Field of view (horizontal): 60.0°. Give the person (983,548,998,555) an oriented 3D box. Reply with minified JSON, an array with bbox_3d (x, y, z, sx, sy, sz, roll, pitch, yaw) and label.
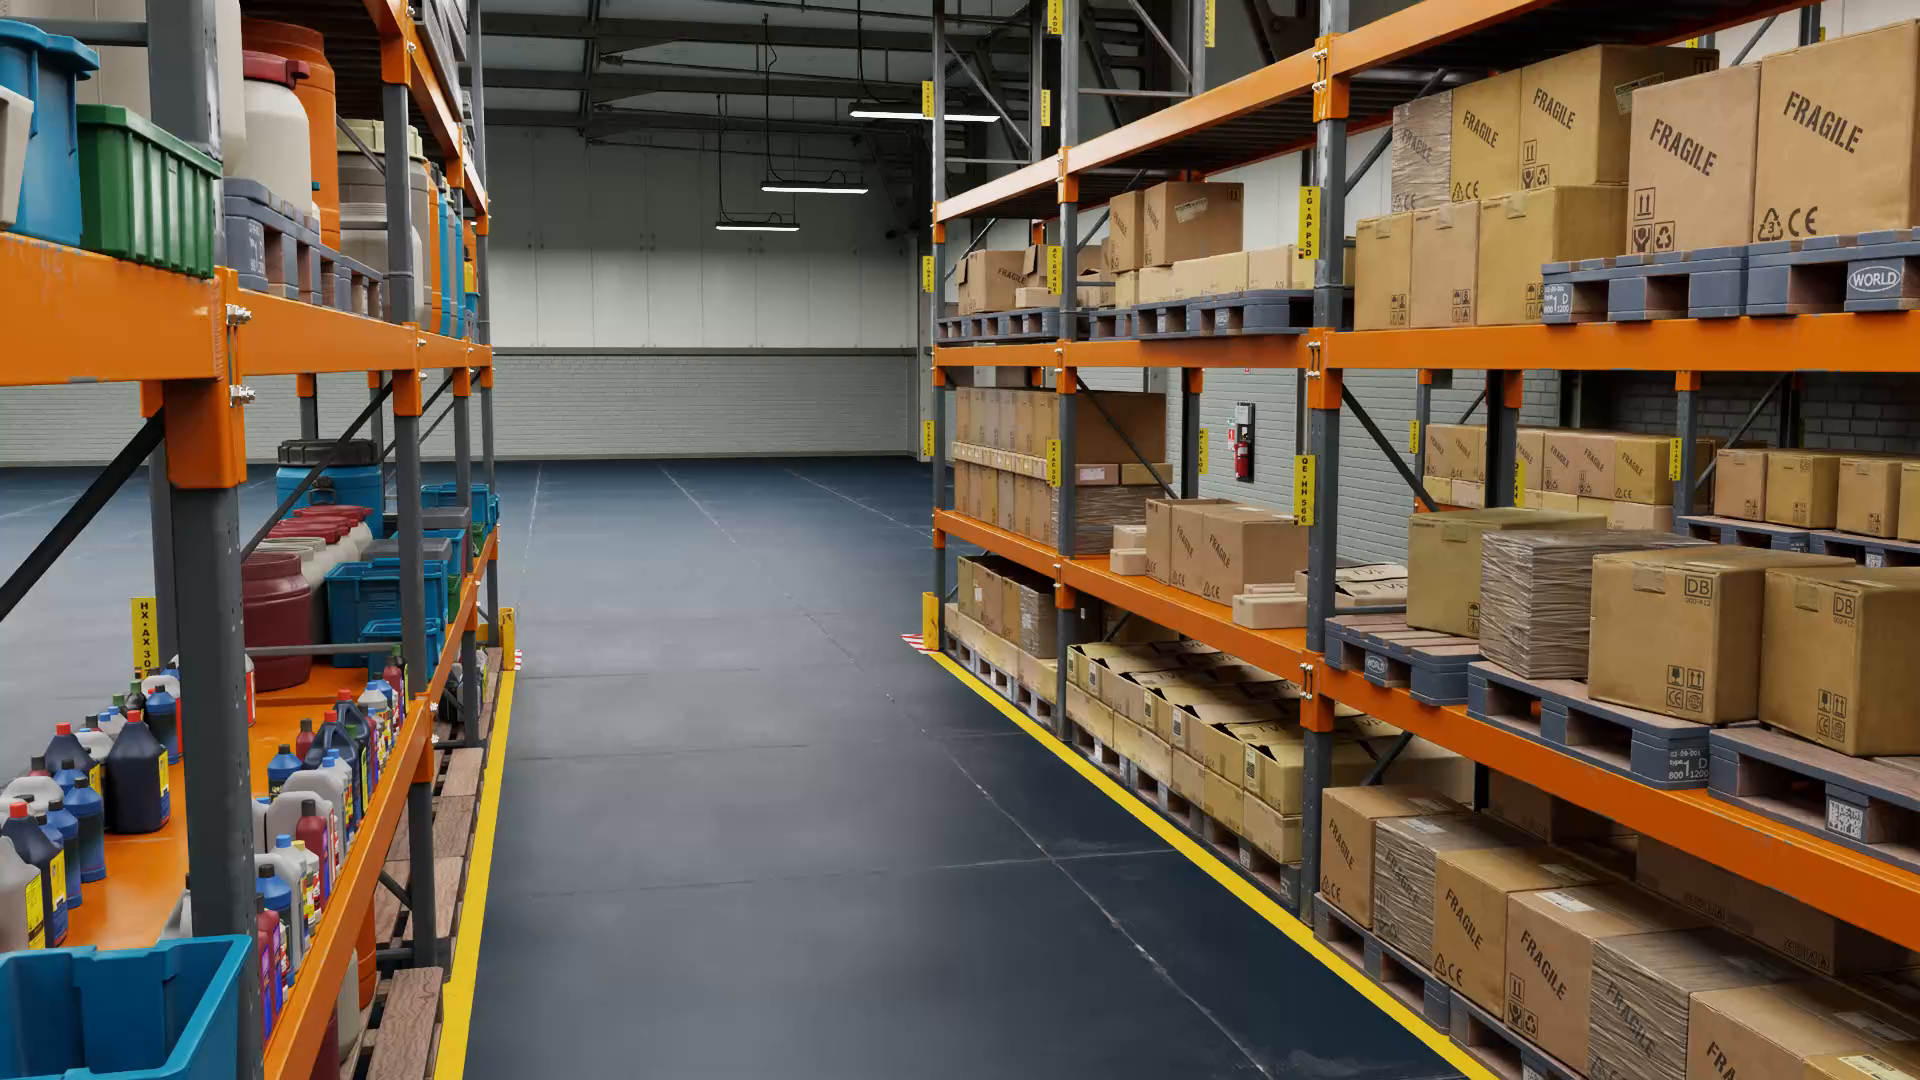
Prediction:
[{"bbox_3d":[0.390,-0.110,17.924,0.462,1.755,0.633,-2,6,-17],"label":"person"}]
